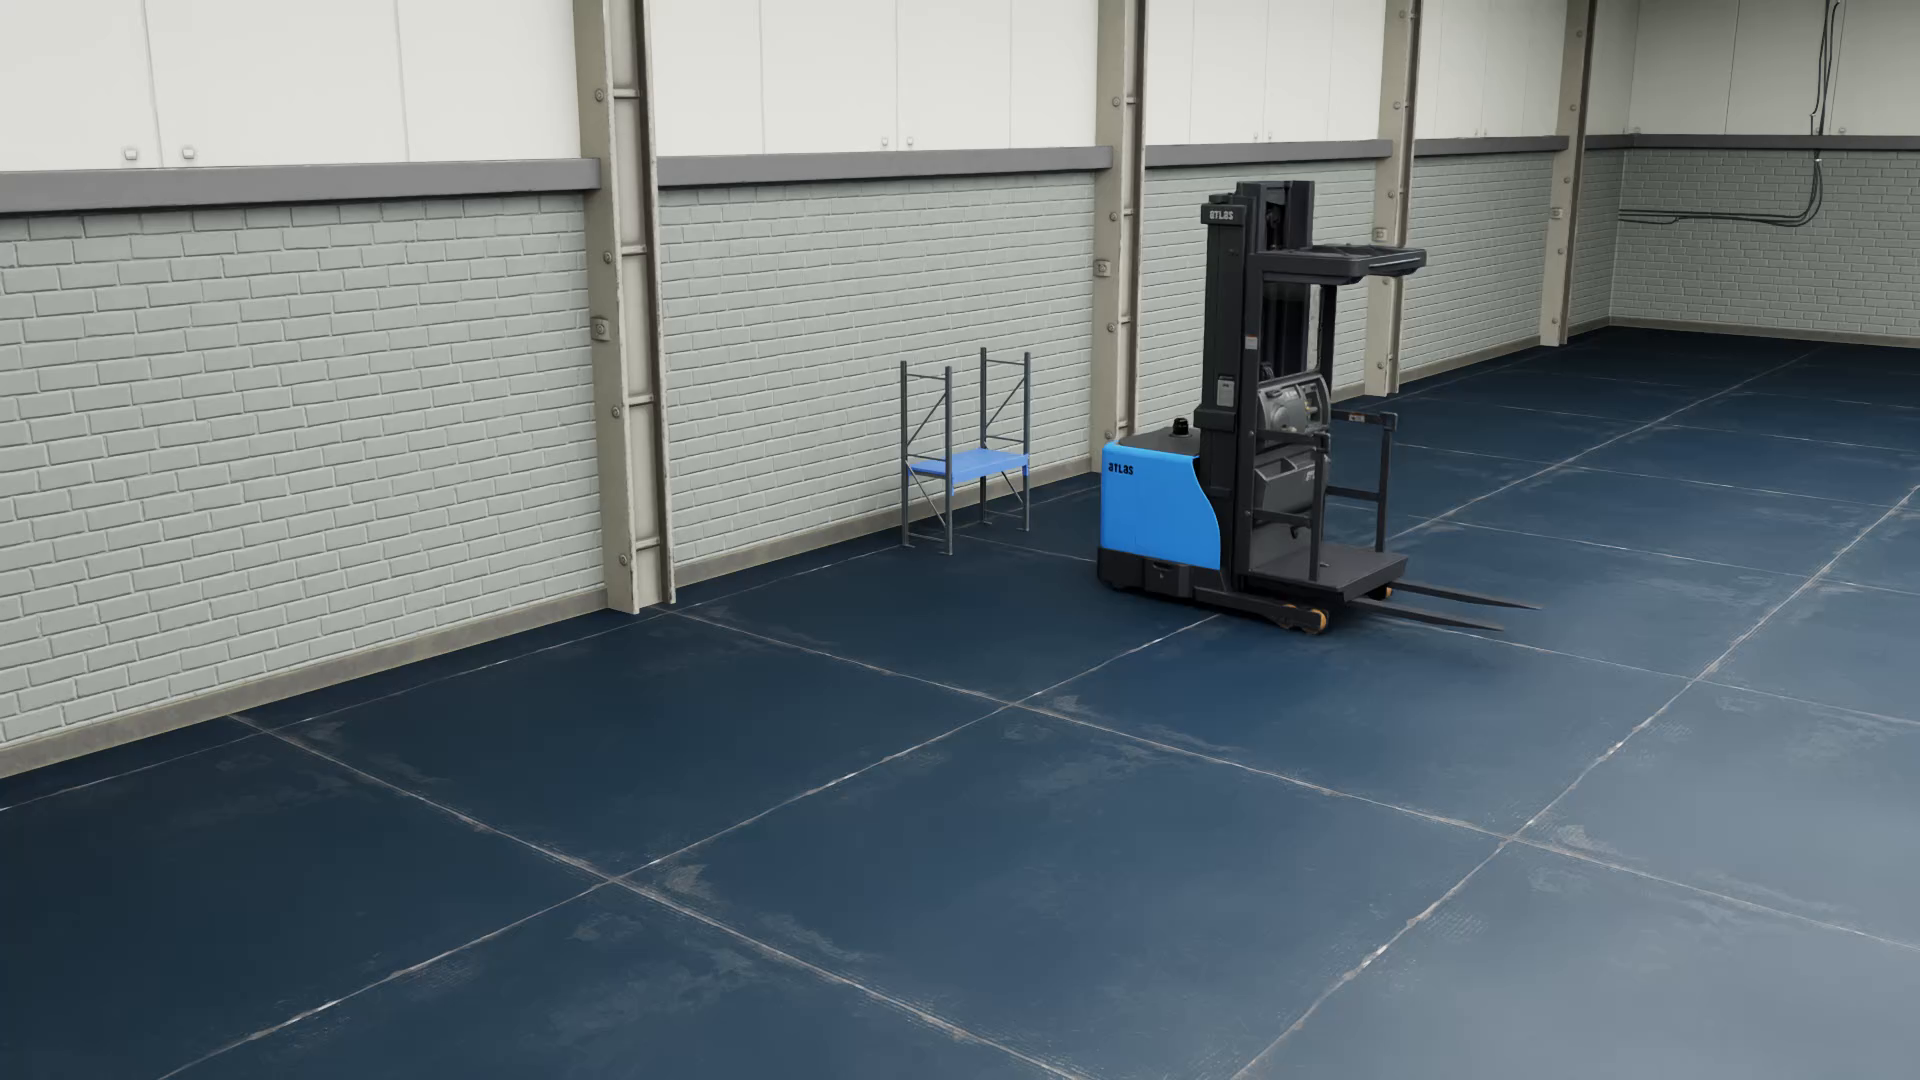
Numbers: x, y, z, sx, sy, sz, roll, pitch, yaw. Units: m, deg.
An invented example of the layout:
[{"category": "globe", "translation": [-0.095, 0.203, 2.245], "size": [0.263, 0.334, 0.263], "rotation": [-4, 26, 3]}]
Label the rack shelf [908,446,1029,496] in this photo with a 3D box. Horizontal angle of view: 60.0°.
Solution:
[{"category": "rack shelf", "translation": [0.054, -0.569, 13.547], "size": [0.538, 0.185, 1.000], "rotation": [11, 18, 38]}]

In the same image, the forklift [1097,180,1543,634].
[{"category": "forklift", "translation": [2.470, -0.937, 11.359], "size": [3.031, 2.935, 1.130], "rotation": [11, 18, 38]}]

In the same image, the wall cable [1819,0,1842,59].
[{"category": "wall cable", "translation": [14.029, -8.235, 23.813], "size": [3.097, 2.526, 0.112], "rotation": [11, 18, 38]}]

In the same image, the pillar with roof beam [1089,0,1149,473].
[{"category": "pillar with roof beam", "translation": [4.851, -4.387, 12.616], "size": [9.100, 9.000, 0.400], "rotation": [11, 18, 38]}]

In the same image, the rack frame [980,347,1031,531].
[{"category": "rack frame", "translation": [0.373, -0.841, 13.886], "size": [0.500, 1.500, 0.032], "rotation": [11, 18, 38]}]

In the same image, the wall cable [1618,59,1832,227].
[{"category": "wall cable", "translation": [11.924, -6.206, 26.083], "size": [3.097, 2.526, 0.112], "rotation": [11, 18, 38]}]

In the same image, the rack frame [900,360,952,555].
[{"category": "rack frame", "translation": [-0.266, -0.646, 13.119], "size": [0.500, 1.500, 0.032], "rotation": [11, 18, 38]}]

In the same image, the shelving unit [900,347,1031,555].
[{"category": "shelving unit", "translation": [0.054, -0.743, 13.503], "size": [0.538, 1.500, 1.048], "rotation": [11, 18, 38]}]

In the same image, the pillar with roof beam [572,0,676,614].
[{"category": "pillar with roof beam", "translation": [1.080, -3.238, 8.093], "size": [9.100, 9.000, 0.400], "rotation": [11, 18, 38]}]

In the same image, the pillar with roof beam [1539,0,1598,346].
[{"category": "pillar with roof beam", "translation": [12.393, -6.685, 21.662], "size": [9.100, 9.000, 0.400], "rotation": [11, 18, 38]}]

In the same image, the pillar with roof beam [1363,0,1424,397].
[{"category": "pillar with roof beam", "translation": [8.622, -5.536, 17.139], "size": [9.100, 9.000, 0.400], "rotation": [11, 18, 38]}]
